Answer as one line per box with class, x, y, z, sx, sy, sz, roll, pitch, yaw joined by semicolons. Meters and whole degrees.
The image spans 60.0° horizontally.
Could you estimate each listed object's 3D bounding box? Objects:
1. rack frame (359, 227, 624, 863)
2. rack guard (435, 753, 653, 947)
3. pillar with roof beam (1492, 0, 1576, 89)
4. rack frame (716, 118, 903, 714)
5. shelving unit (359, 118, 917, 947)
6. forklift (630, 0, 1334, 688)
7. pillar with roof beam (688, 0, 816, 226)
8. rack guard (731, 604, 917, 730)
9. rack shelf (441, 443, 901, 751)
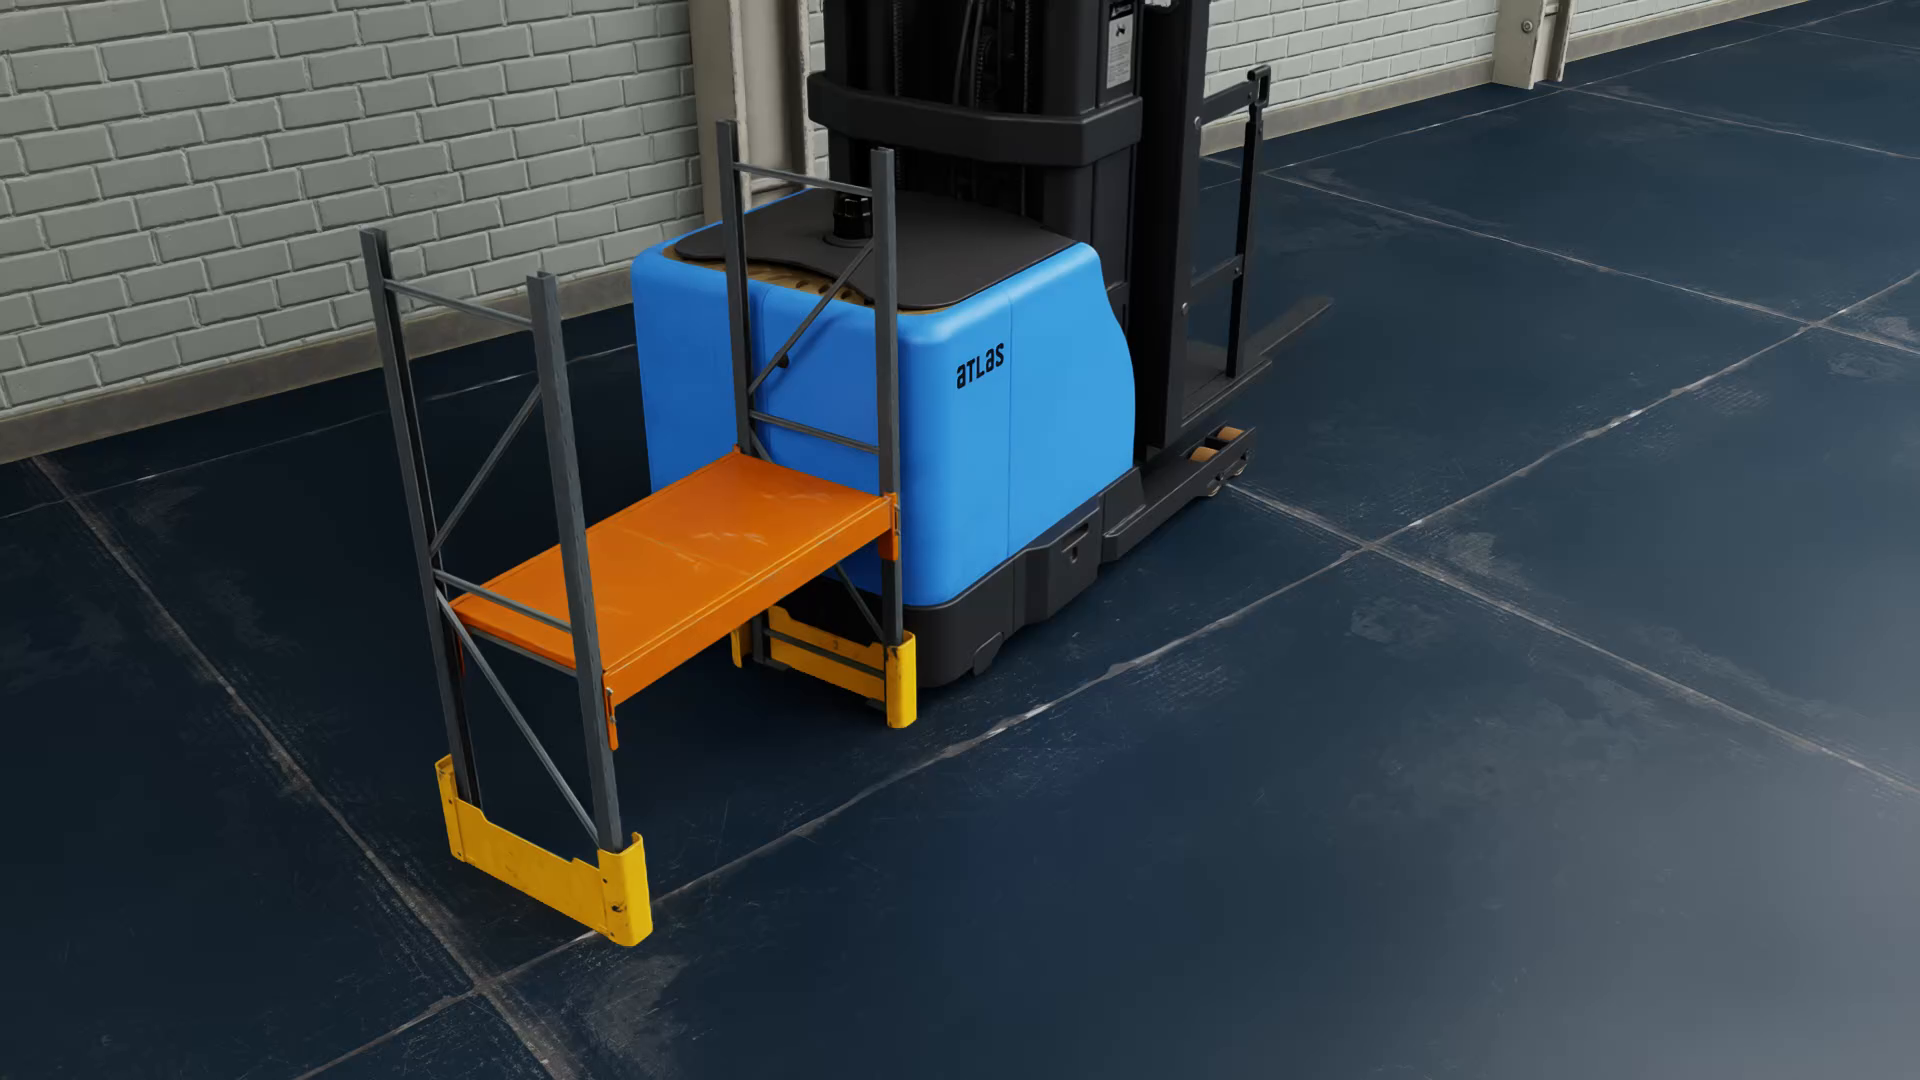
rack frame;-0.932;0.131;3.414;0.500;1.500;0.032;18;33;30
rack guard;-0.932;0.682;3.709;0.587;0.250;0.087;18;33;30
pillar with roof beam;6.486;-5.427;5.858;0.400;9.000;9.100;-22;35;-35
rack frame;-0.361;-0.265;4.155;0.500;1.500;0.032;18;33;30
shelving unit;-0.652;-0.064;3.778;0.587;1.500;1.083;18;33;30
forklift;0.351;-1.549;5.039;1.130;2.935;3.031;18;33;30
pillar with roof beam;1.921;-3.592;2.423;0.400;9.000;9.100;-22;35;-35
rack guard;-0.372;0.293;4.436;0.587;0.250;0.087;18;33;30
rack shelf;-0.647;0.091;3.869;0.538;0.185;1.000;18;33;30
